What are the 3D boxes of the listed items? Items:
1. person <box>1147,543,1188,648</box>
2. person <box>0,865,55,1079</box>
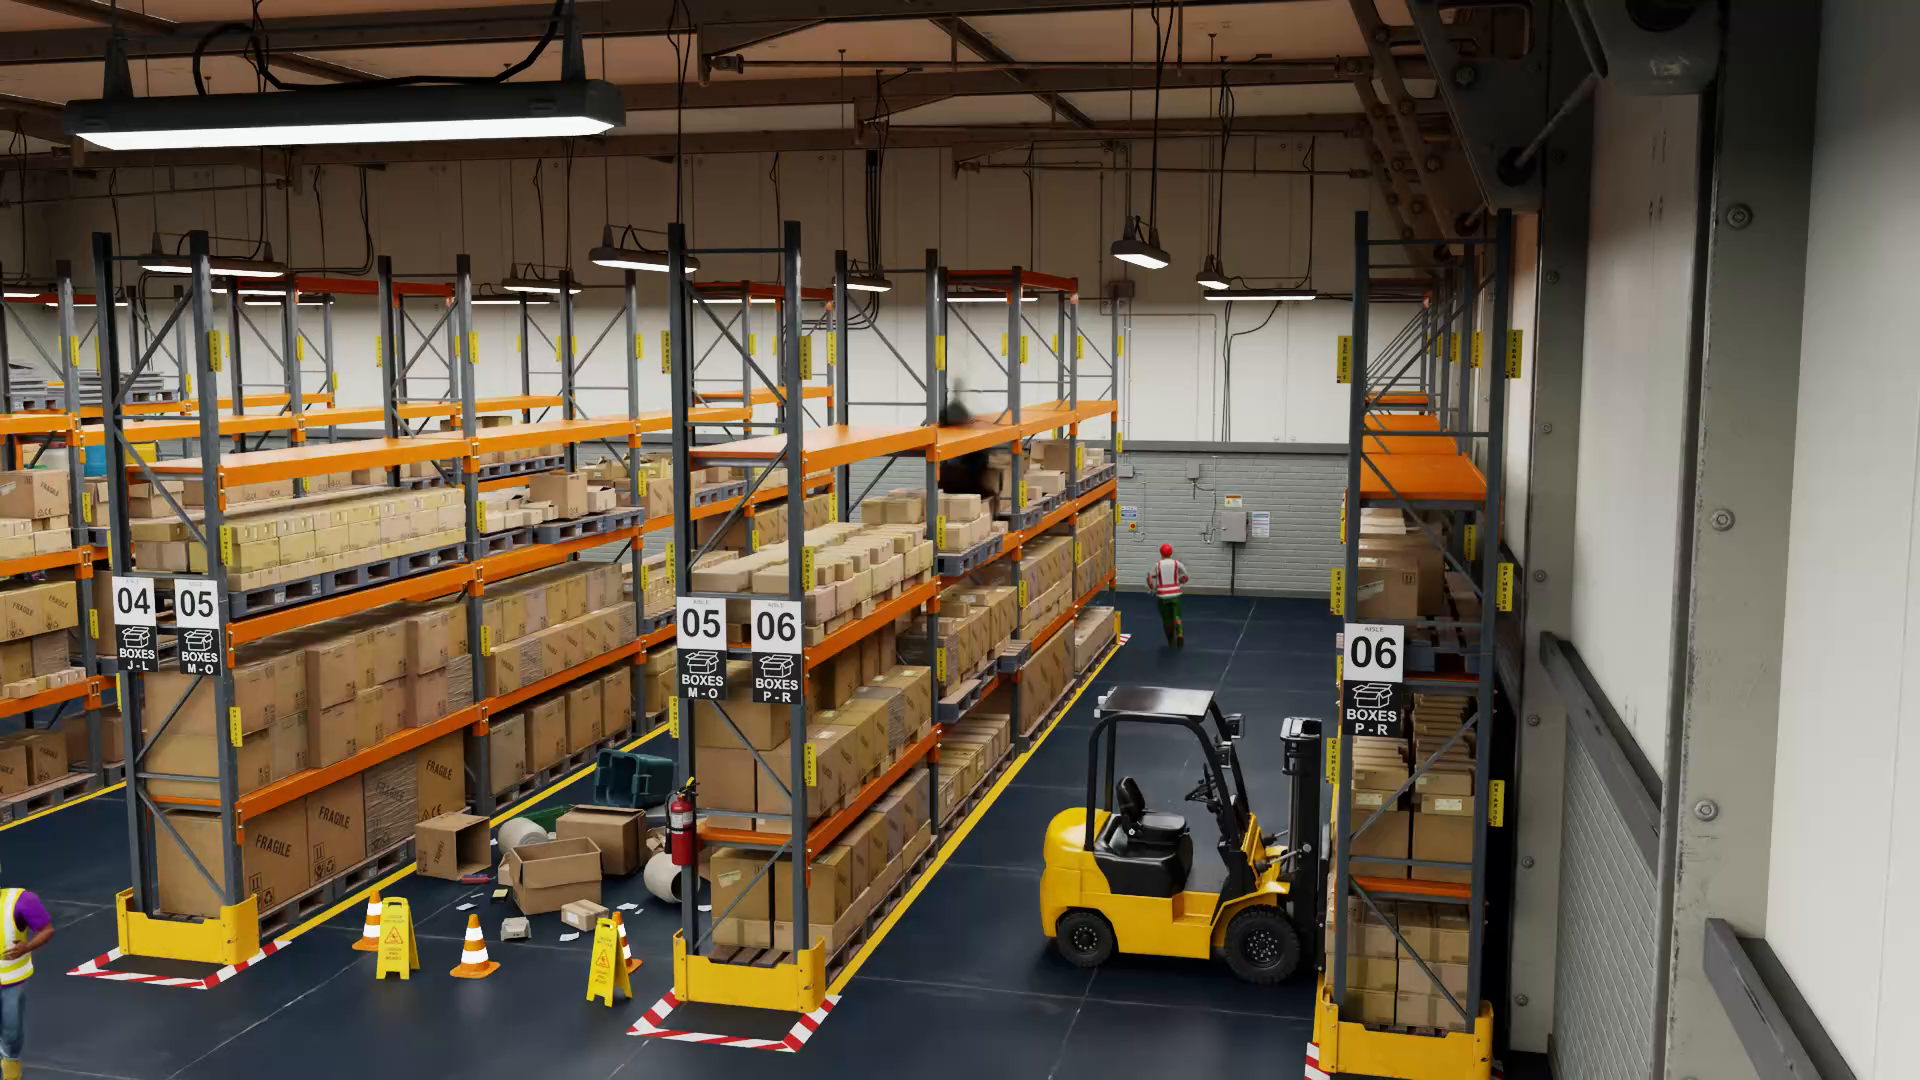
[{"bbox_3d":[3.422,0.934,27.495,0.693,1.758,0.854,0,7,0],"label":"person"},{"bbox_3d":[-6.402,2.942,11.089,0.681,1.781,0.916,-3,8,-23],"label":"person"}]
